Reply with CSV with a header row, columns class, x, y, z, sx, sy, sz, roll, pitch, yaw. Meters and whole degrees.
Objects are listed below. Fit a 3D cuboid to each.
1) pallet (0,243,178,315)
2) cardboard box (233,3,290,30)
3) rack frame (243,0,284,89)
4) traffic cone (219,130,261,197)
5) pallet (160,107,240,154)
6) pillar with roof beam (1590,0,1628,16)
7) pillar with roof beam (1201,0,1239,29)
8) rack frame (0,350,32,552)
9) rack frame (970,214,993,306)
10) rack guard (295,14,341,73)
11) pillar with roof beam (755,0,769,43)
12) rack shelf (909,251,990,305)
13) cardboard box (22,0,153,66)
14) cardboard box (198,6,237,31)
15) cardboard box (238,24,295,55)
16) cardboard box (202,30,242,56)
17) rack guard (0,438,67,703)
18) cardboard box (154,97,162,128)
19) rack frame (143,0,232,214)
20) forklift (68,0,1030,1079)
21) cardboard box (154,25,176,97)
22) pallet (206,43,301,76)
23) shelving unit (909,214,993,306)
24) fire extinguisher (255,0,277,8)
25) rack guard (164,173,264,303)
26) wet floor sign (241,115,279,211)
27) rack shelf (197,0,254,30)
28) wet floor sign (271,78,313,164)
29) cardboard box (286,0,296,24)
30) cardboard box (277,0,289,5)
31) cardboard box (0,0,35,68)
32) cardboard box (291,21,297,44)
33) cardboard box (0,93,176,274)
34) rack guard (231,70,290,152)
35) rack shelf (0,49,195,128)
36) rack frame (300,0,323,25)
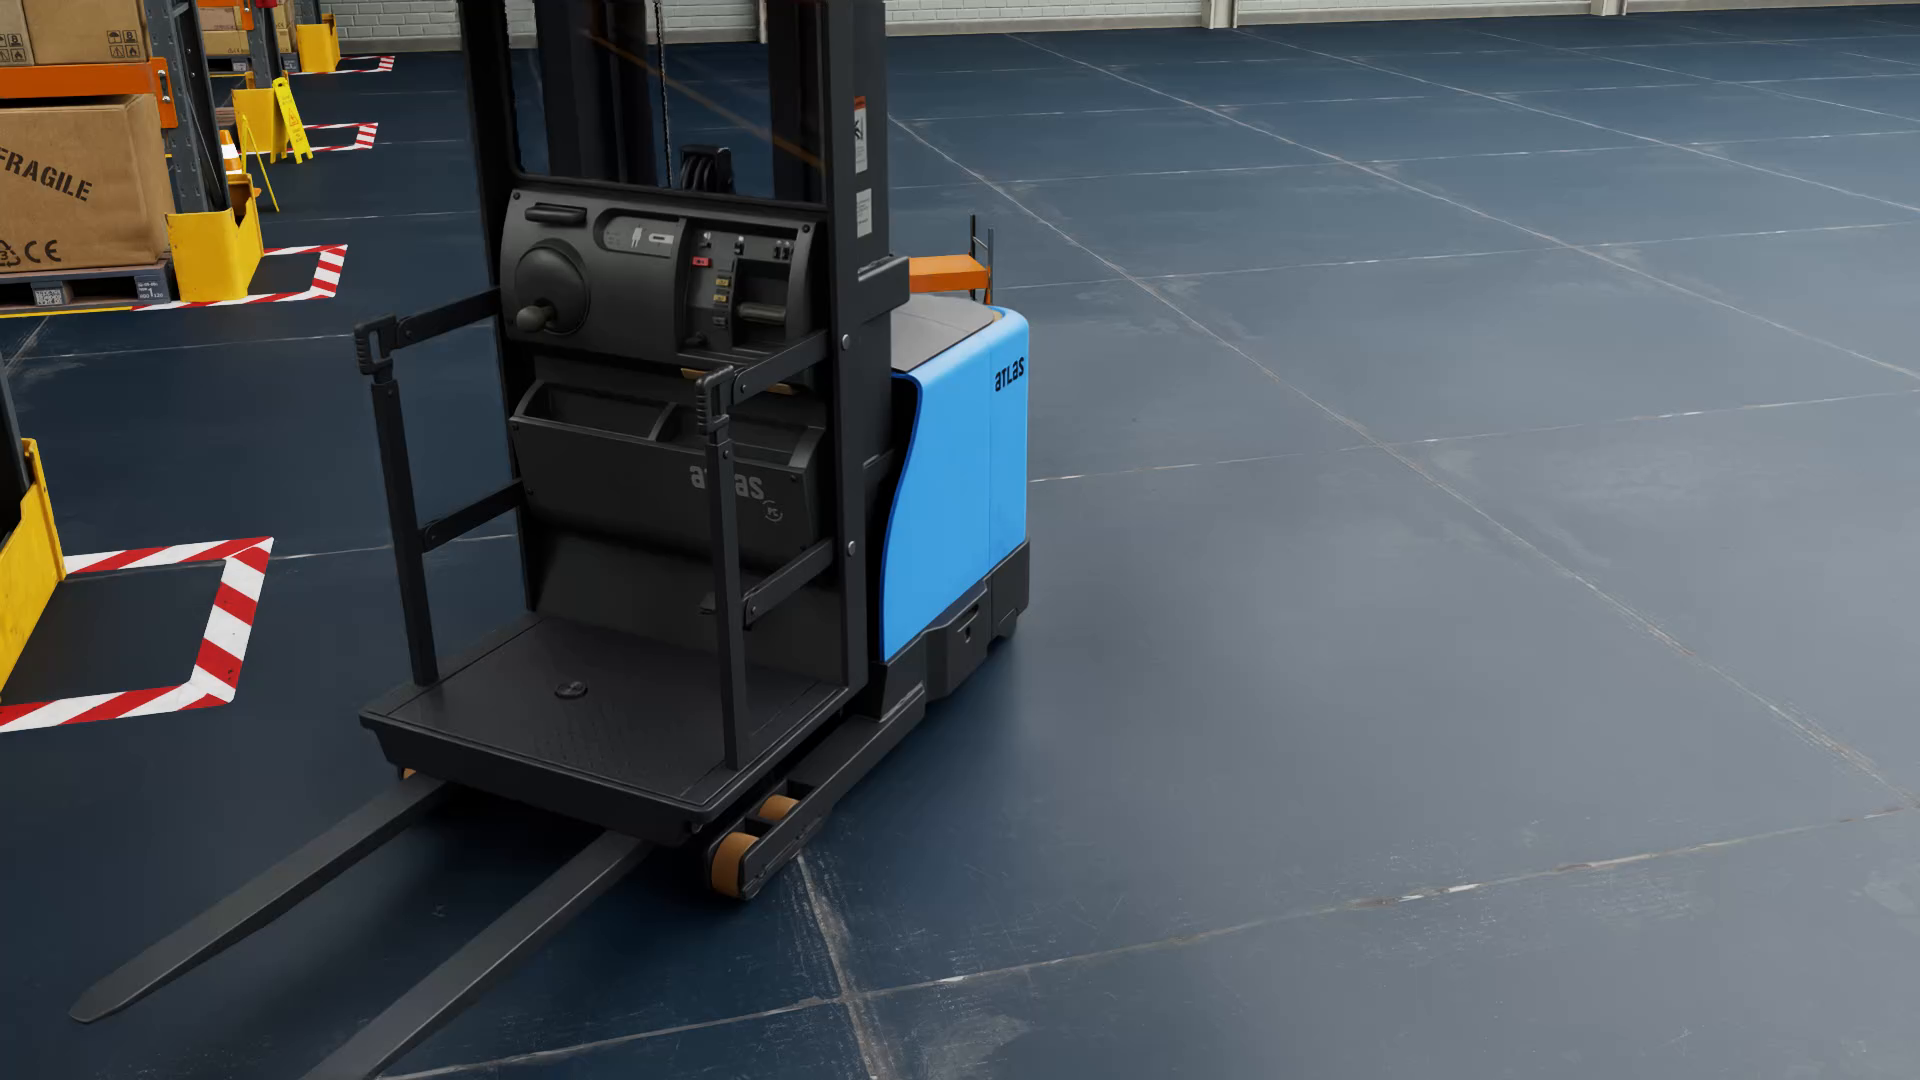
class,x,y,z,sx,sy,sz,roll,pitch,yaw
pallet,-5.150,-1.546,9.587,1.213,0.211,1.003,-6,24,-14
cardboard box,-7.564,-5.684,18.014,0.500,0.250,0.500,-7,24,-15
rack frame,-5.836,-4.811,13.659,0.127,3.000,1.000,-6,24,-14
traffic cone,-5.274,-2.725,12.014,0.334,0.463,0.336,-6,24,-14
pallet,-6.701,-3.449,14.020,1.213,0.211,1.003,-6,24,-14
pillar with roof beam,10.400,-10.003,18.151,0.400,9.000,9.100,-6,24,-14
pillar with roof beam,4.623,-9.364,16.662,0.400,9.000,9.100,-6,24,-14
rack frame,-3.159,-1.049,4.891,0.127,3.000,1.000,-6,24,-14
rack frame,0.076,-0.560,6.033,0.015,1.200,0.240,-6,24,-14
rack guard,-7.157,-5.549,18.549,0.348,0.500,1.175,-6,24,-14
pillar with roof beam,-1.154,-8.725,15.172,0.400,9.000,9.100,-6,24,-14
rack shelf,-0.159,-0.895,5.817,0.480,0.148,0.258,-6,24,-14
cardboard box,-4.746,-2.955,9.143,0.550,0.550,0.875,-6,24,-14
cardboard box,-8.050,-5.635,17.899,0.500,0.250,0.500,-7,24,-15
cardboard box,-7.547,-5.455,18.113,0.500,0.250,0.500,-6,24,-14
cardboard box,-8.028,-5.406,17.998,0.500,0.250,0.500,-6,24,-14
rack guard,-3.232,0.108,5.365,0.348,0.500,1.175,-6,24,-14
cardboard box,-6.564,-3.550,13.674,0.500,0.250,0.500,-6,24,-15
rack frame,-4.401,-2.943,9.304,0.127,3.000,1.000,-6,24,-14
forklift,-0.870,-0.646,4.038,1.130,2.935,3.031,11,26,24
cardboard box,-6.537,-3.901,13.541,0.500,0.500,0.500,-6,24,-14
pallet,-7.905,-5.317,18.373,1.213,0.211,1.003,-6,24,-14
shelving unit,-0.159,-0.534,5.972,0.503,1.200,0.258,-6,24,-14
fire extinguisher,-5.601,-4.613,13.295,0.183,0.674,0.296,-6,24,-14
rack guard,-4.378,-1.797,9.803,0.348,0.500,1.175,-6,24,-14
wet floor sign,-4.908,-2.616,11.528,0.232,0.644,0.267,-11,25,-23
rack shelf,-7.761,-4.268,13.305,4.000,0.370,1.077,-6,24,-14
wet floor sign,-5.364,-3.343,13.224,0.232,0.644,0.267,2,23,4
cardboard box,-7.689,-5.883,18.478,0.500,0.250,0.500,-6,24,-13
cardboard box,-7.539,-5.917,17.922,0.500,0.250,0.500,-5,24,-13
cardboard box,-5.270,-2.888,8.987,0.550,0.550,0.875,-6,24,-14
cardboard box,-7.706,-5.647,18.561,0.500,0.250,0.500,-6,24,-14
cardboard box,-5.036,-2.062,9.414,0.875,0.875,0.875,-6,24,-14
rack guard,-5.909,-3.655,14.133,0.348,0.500,1.175,-6,24,-14
rack shelf,-6.327,-2.399,8.950,4.000,0.370,1.077,-6,24,-14
rack frame,-7.180,-6.696,18.050,0.127,3.000,1.000,-6,24,-14
